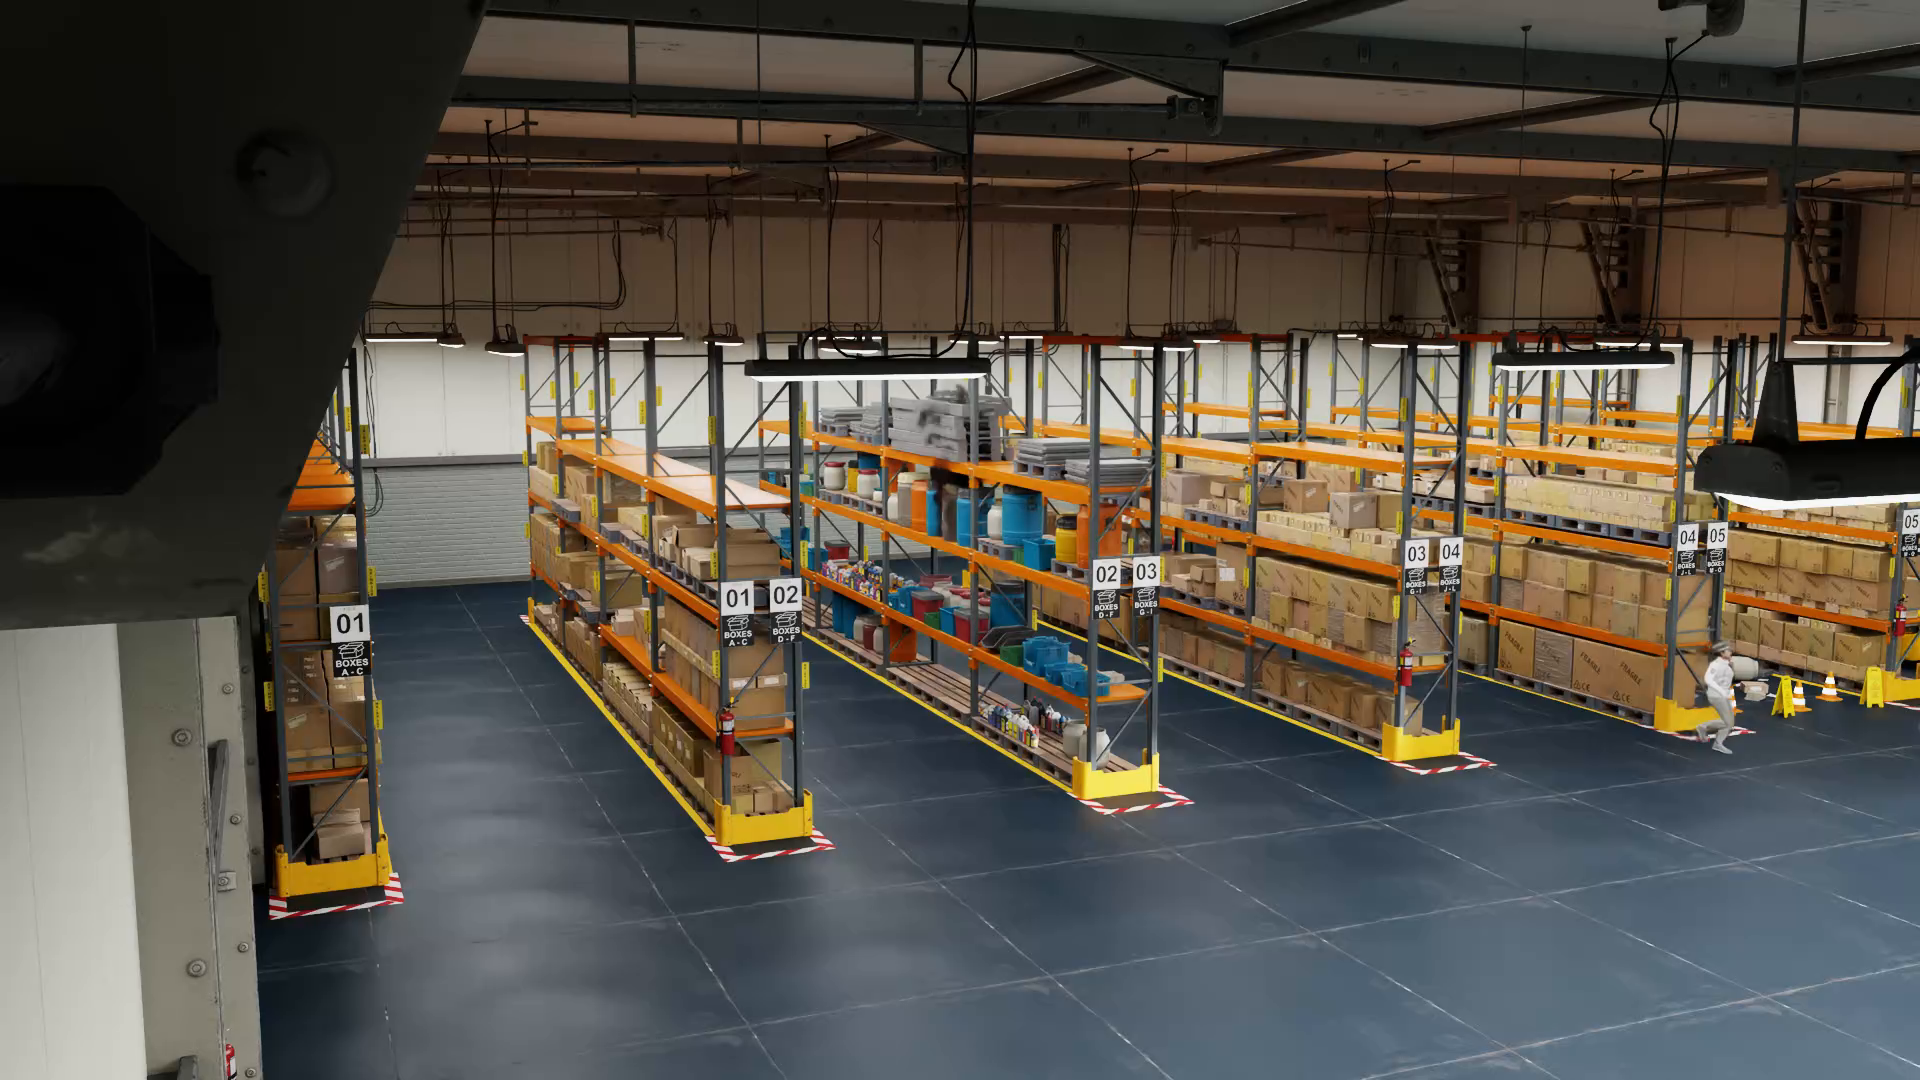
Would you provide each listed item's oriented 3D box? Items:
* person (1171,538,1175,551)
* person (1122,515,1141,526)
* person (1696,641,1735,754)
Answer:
[{"bbox_3d":[4.488,0.841,34.491,0.656,1.786,0.987,-5,9,-32],"label":"person"},{"bbox_3d":[4.110,0.025,40.807,0.697,1.767,0.876,5,9,35],"label":"person"},{"bbox_3d":[11.121,2.289,24.389,0.490,1.667,0.655,7,11,44],"label":"person"}]
